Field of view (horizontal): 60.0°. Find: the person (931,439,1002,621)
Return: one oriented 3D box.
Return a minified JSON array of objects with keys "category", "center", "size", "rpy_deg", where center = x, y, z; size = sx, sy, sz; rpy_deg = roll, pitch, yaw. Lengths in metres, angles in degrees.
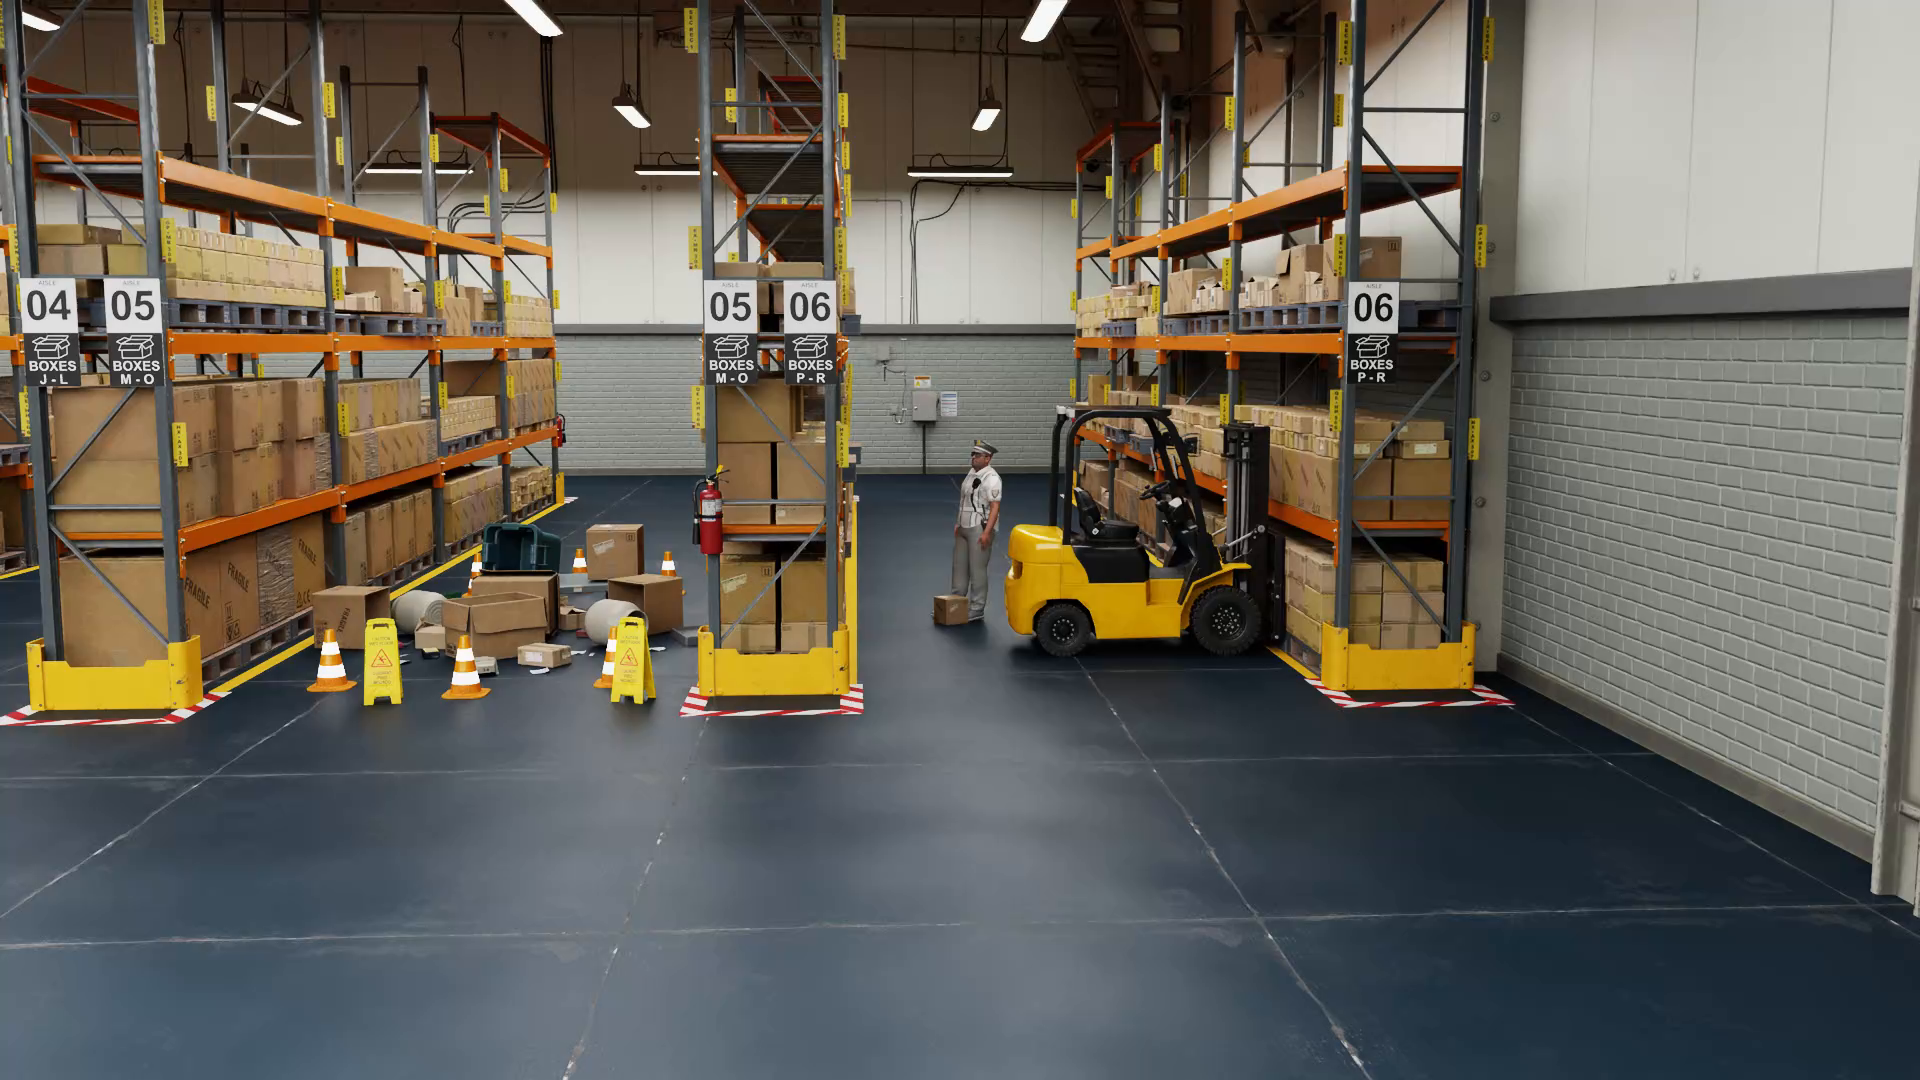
[{"category":"person","center":[0.085,-0.101,16.349],"size":[0.574,1.781,0.641],"rpy_deg":[-4,8,-28]}]
